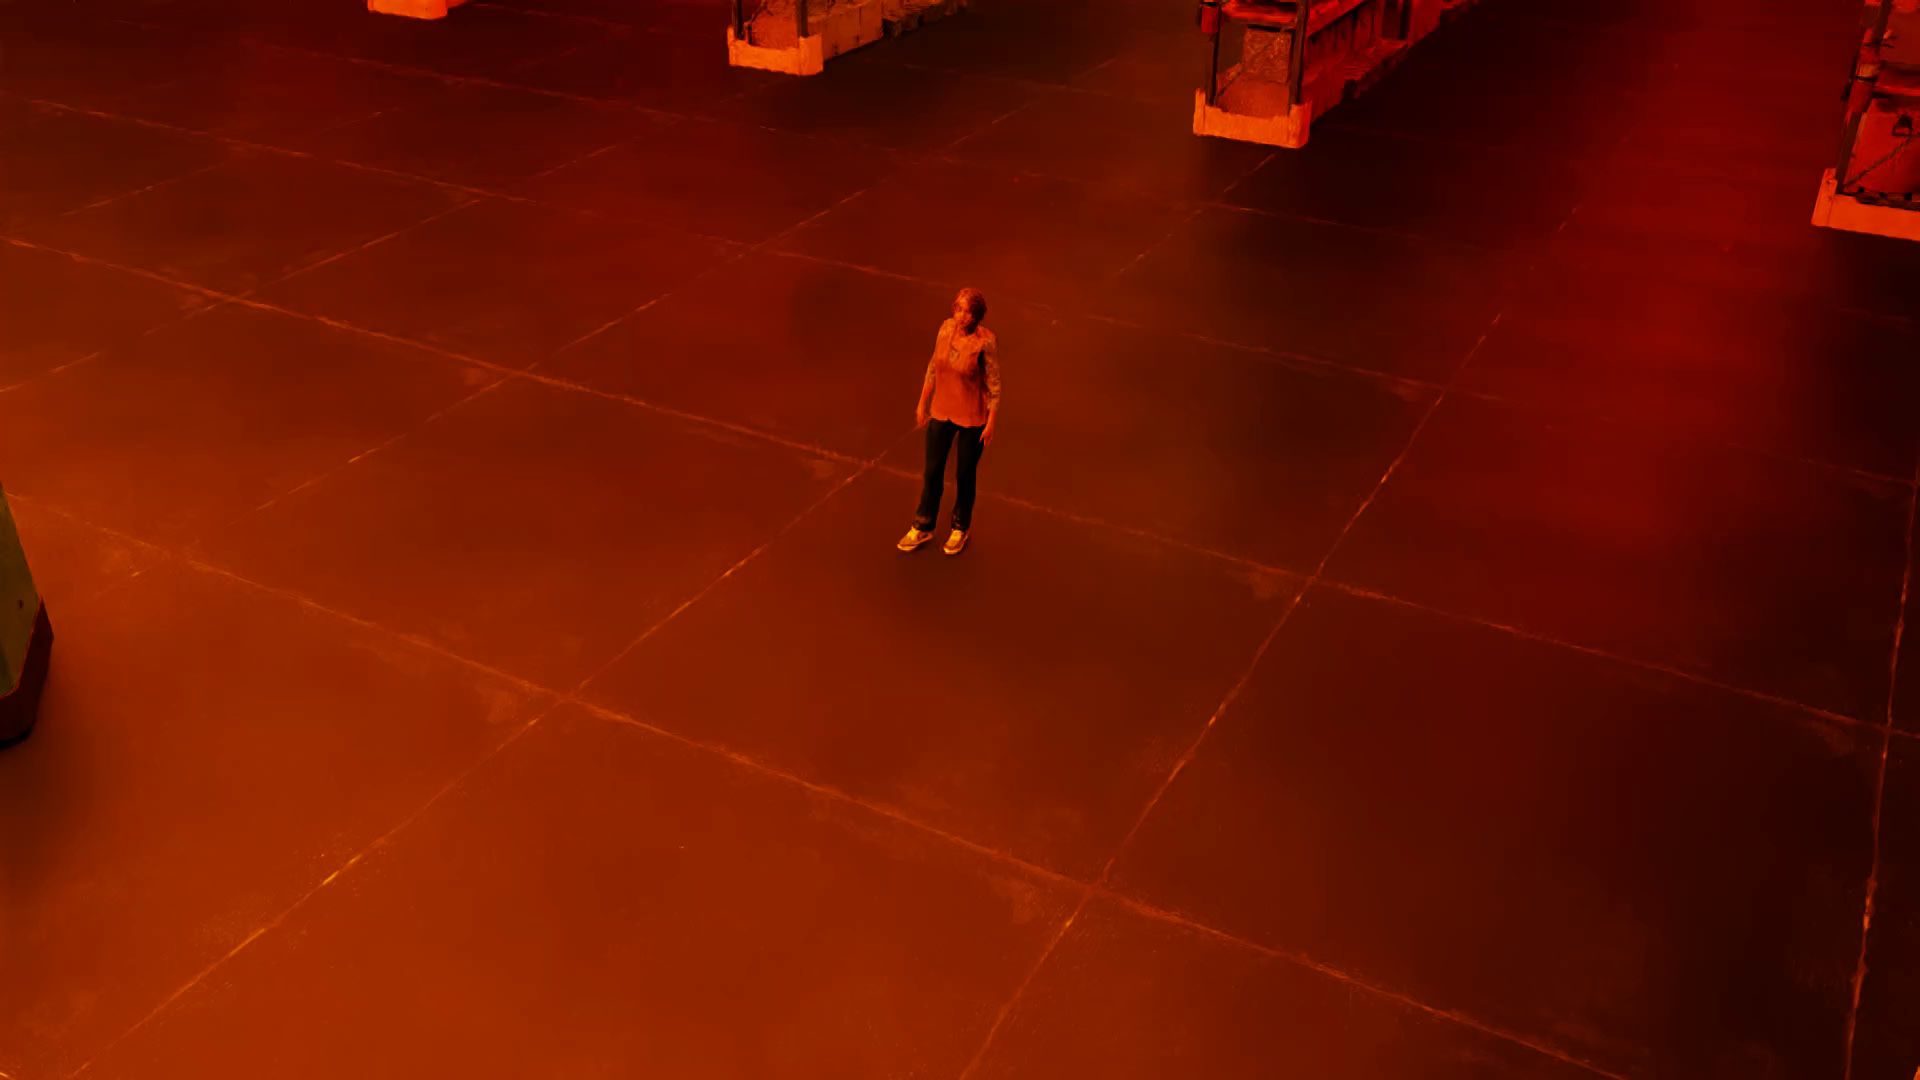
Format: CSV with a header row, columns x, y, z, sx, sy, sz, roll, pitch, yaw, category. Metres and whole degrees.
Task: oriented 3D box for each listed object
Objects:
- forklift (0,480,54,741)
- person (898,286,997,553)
x,y,z,sx,sy,sz,roll,pitch,yaw,category
-6.185,-0.248,7.501,3.031,2.935,1.130,-10,31,-16,forklift
-0.051,-0.669,9.551,0.513,1.597,0.474,15,33,25,person
